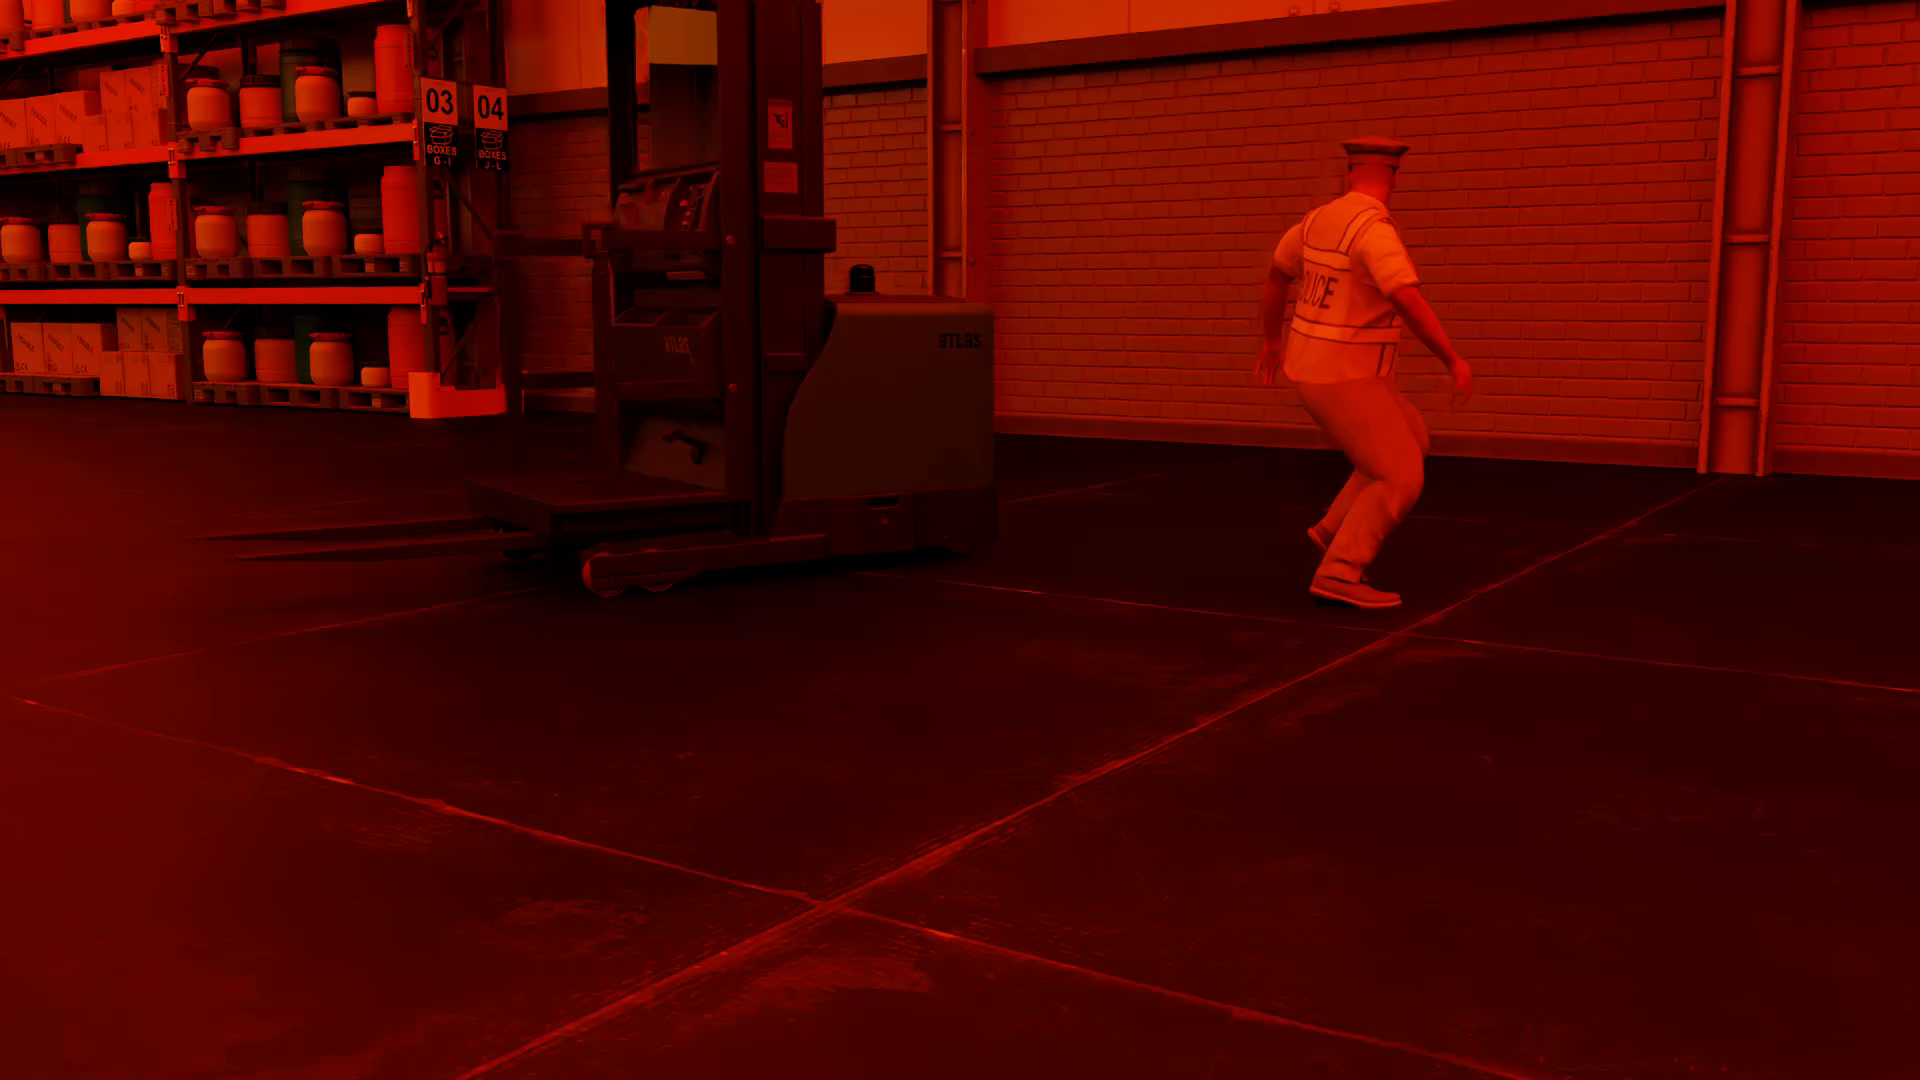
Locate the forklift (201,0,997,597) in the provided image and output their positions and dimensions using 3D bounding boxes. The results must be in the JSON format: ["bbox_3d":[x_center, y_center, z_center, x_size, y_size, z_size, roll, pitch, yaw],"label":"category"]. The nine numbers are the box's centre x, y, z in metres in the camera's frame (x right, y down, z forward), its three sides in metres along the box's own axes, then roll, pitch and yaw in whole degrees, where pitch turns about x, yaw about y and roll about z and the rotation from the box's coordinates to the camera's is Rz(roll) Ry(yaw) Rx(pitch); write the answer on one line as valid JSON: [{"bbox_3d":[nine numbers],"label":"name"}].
[{"bbox_3d":[-1.350,-1.324,6.505,3.031,2.935,1.130,-5,10,-33],"label":"forklift"}]

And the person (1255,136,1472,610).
[{"bbox_3d":[1.450,-0.599,5.995,0.673,1.672,0.774,0,8,2],"label":"person"}]
